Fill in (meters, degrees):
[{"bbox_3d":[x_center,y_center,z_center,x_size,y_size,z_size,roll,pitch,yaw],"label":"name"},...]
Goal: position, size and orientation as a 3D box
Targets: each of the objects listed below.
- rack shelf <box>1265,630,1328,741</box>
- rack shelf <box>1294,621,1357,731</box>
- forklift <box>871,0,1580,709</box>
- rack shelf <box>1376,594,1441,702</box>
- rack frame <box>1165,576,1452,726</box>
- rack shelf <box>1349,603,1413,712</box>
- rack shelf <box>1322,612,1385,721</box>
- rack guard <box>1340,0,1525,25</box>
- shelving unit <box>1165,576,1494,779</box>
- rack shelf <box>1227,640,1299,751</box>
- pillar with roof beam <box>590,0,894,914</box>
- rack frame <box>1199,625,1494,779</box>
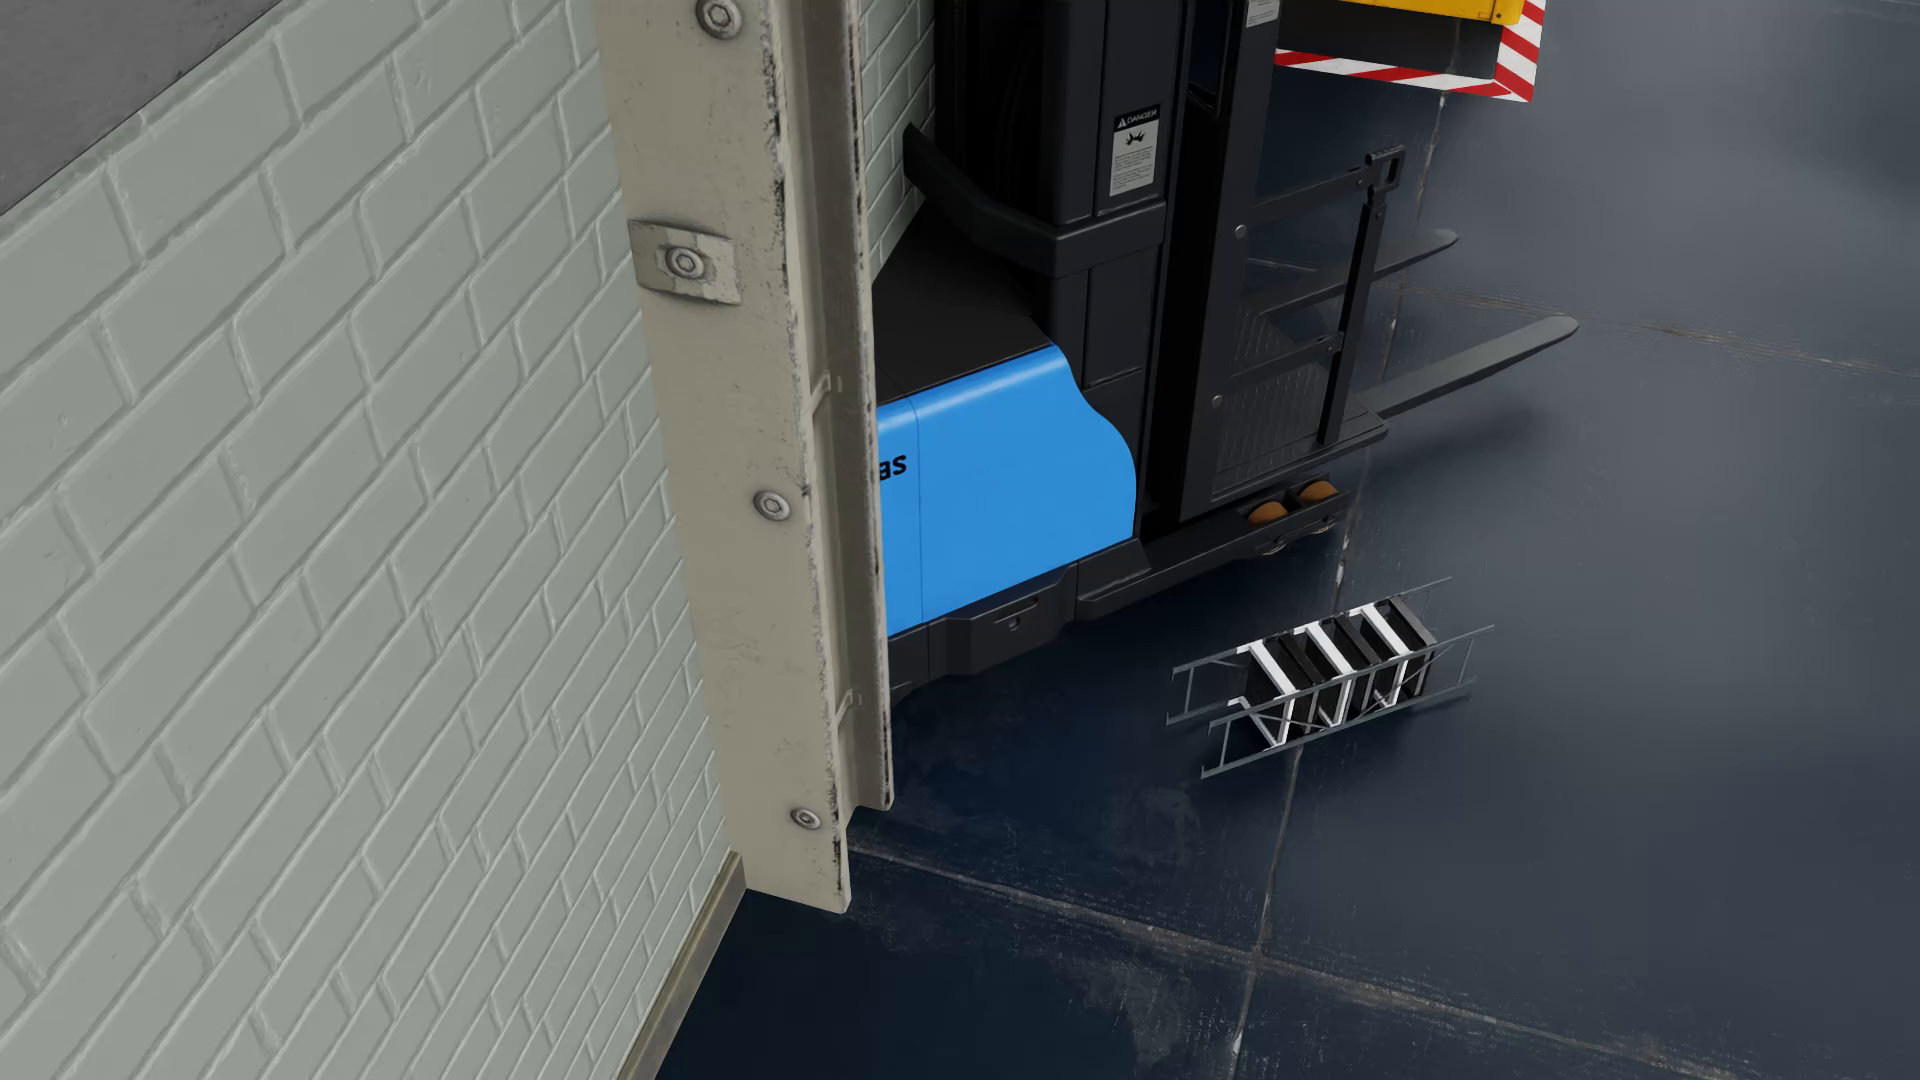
[{"bbox_3d":[0.918,0.412,4.618,0.077,0.258,0.200,-16,47,-16],"label":"rack shelf"},{"bbox_3d":[1.001,0.388,4.643,0.077,0.258,0.200,-16,47,-16],"label":"rack shelf"},{"bbox_3d":[0.640,-1.302,4.485,3.031,2.935,1.130,-22,48,-21],"label":"forklift"},{"bbox_3d":[1.249,0.315,4.718,0.077,0.258,0.200,-16,47,-16],"label":"rack shelf"},{"bbox_3d":[0.992,0.313,4.719,0.900,0.240,0.006,-16,47,-16],"label":"rack frame"},{"bbox_3d":[1.166,0.339,4.693,0.077,0.258,0.200,-16,47,-16],"label":"rack shelf"},{"bbox_3d":[1.084,0.364,4.668,0.077,0.258,0.200,-16,47,-16],"label":"rack shelf"},{"bbox_3d":[2.069,-2.783,7.736,1.175,0.500,0.348,13,46,13],"label":"rack guard"},{"bbox_3d":[1.031,0.379,4.652,0.900,0.258,0.210,-16,47,-16],"label":"shelving unit"},{"bbox_3d":[0.835,0.437,4.593,0.077,0.258,0.200,-16,47,-16],"label":"rack shelf"},{"bbox_3d":[3.719,-1.508,0.357,9.100,9.000,0.400,13,46,13],"label":"pillar with roof beam"},{"bbox_3d":[1.071,0.445,4.585,0.900,0.240,0.006,-16,47,-16],"label":"rack frame"}]
